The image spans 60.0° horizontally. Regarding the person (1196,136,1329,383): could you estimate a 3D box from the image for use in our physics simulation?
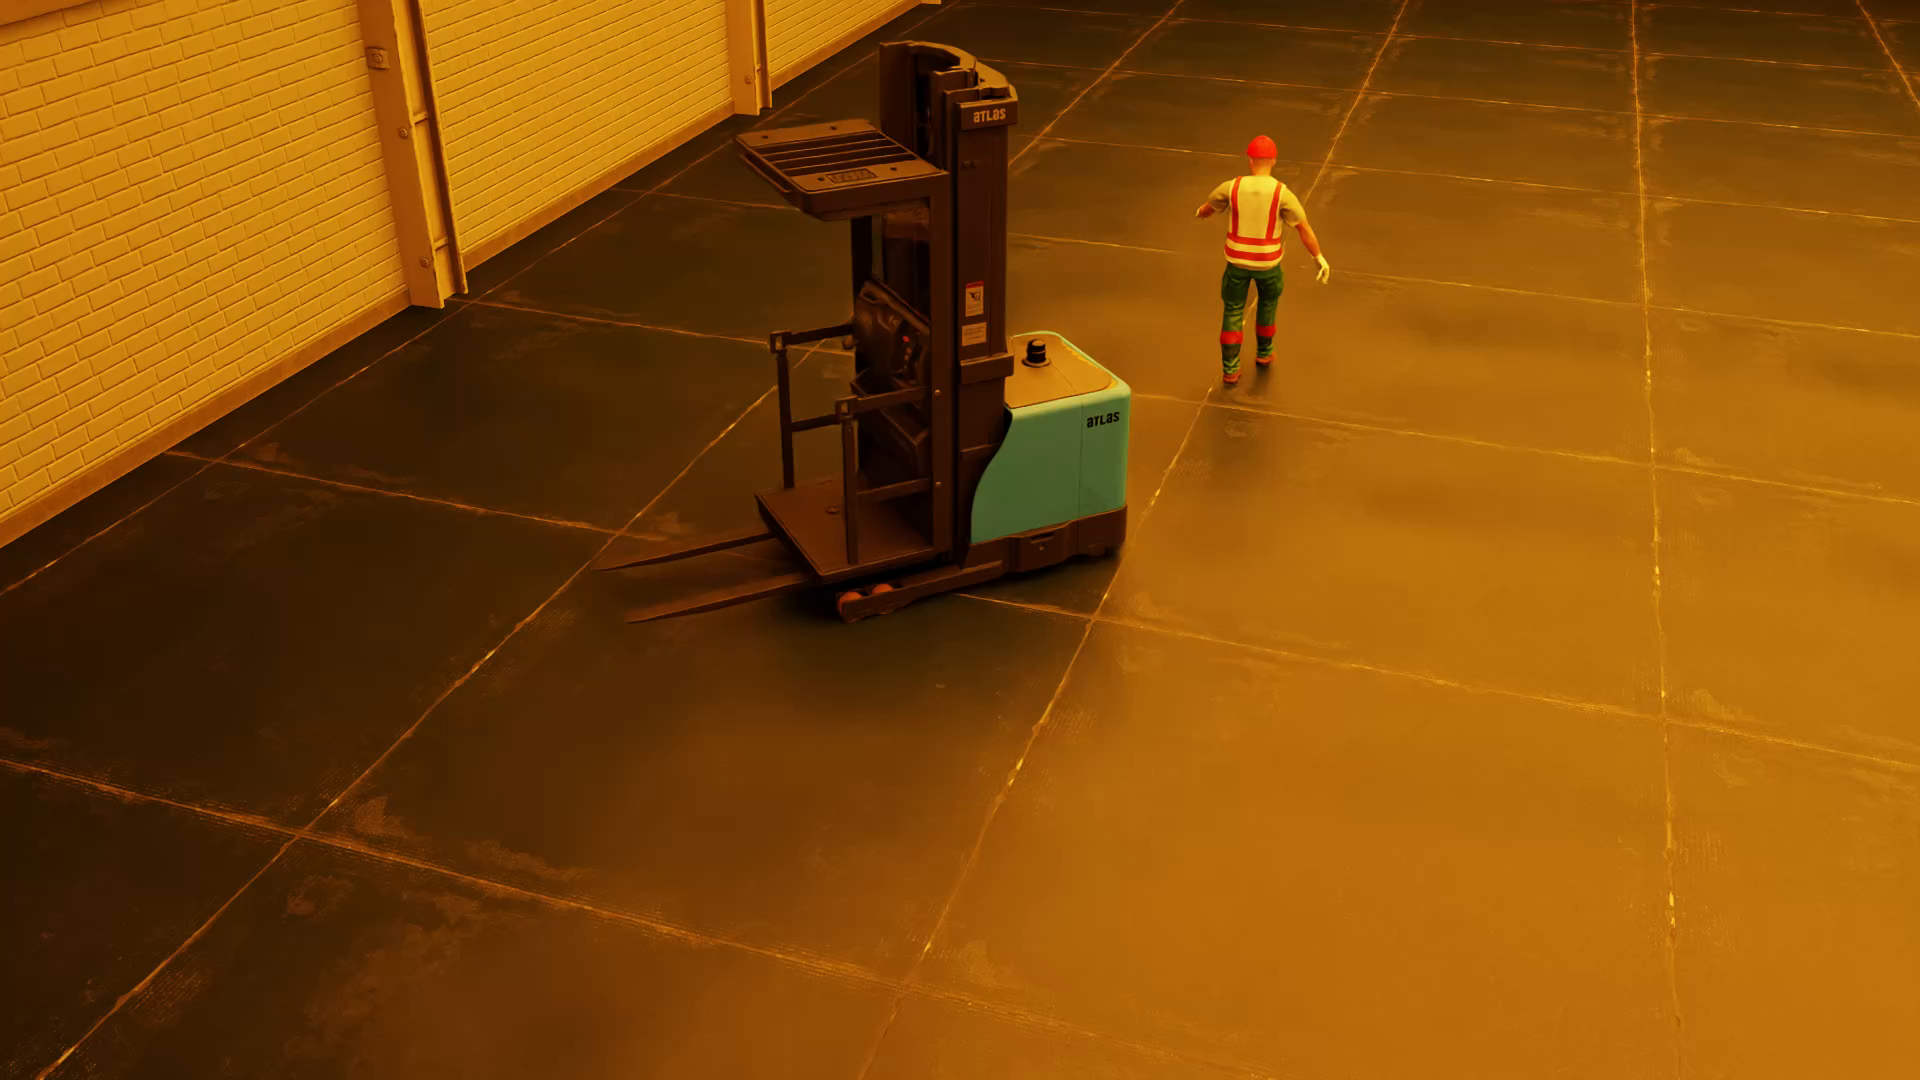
[{"bbox_3d":[2.151,-2.031,11.914,1.031,1.781,0.698,9,31,16],"label":"person"}]

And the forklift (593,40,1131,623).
[{"bbox_3d":[-0.565,-1.112,9.087,3.031,2.935,1.130,-13,32,-22],"label":"forklift"}]
